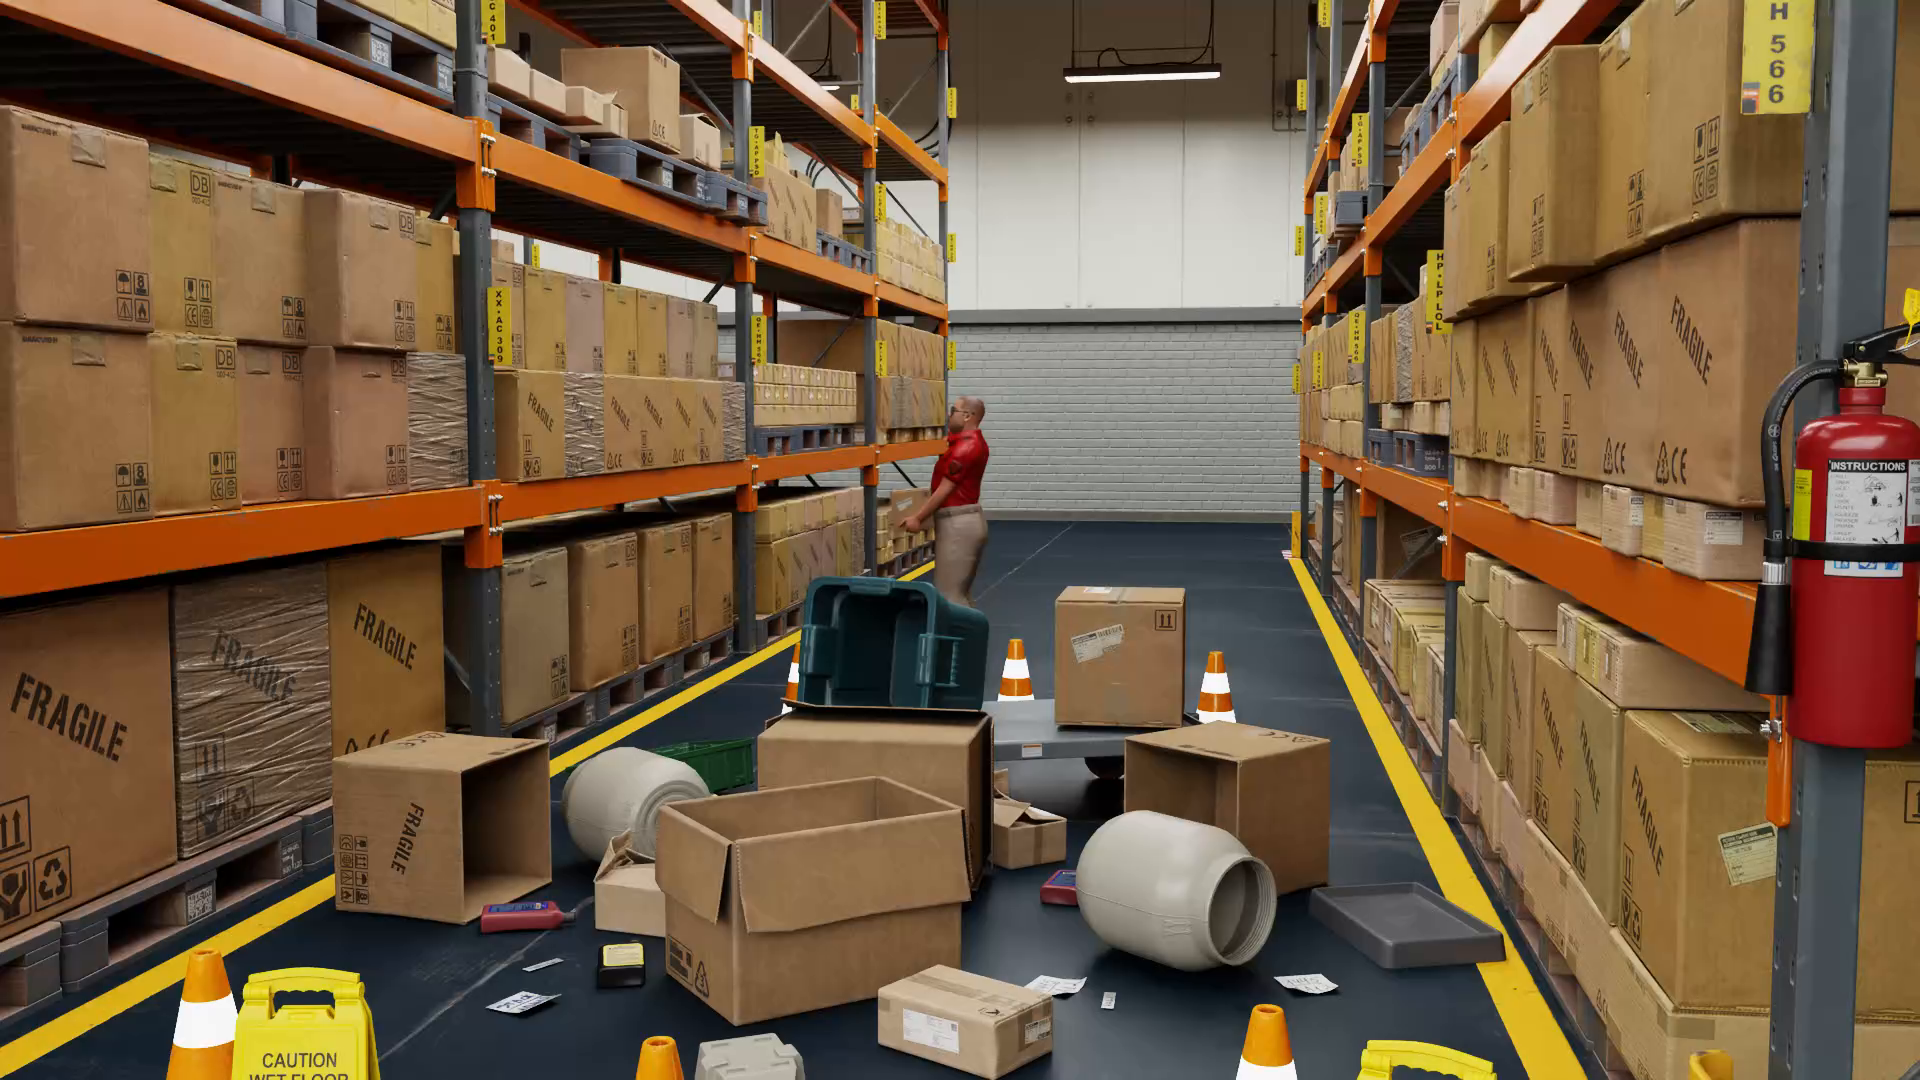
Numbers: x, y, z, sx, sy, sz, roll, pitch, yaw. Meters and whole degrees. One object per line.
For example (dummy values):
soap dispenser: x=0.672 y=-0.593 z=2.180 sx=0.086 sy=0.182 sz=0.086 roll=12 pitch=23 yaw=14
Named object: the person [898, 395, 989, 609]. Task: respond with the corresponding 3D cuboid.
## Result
person: x=-0.101 y=-0.030 z=10.200 sx=0.530 sy=1.712 sz=0.494 roll=1 pitch=4 yaw=9
